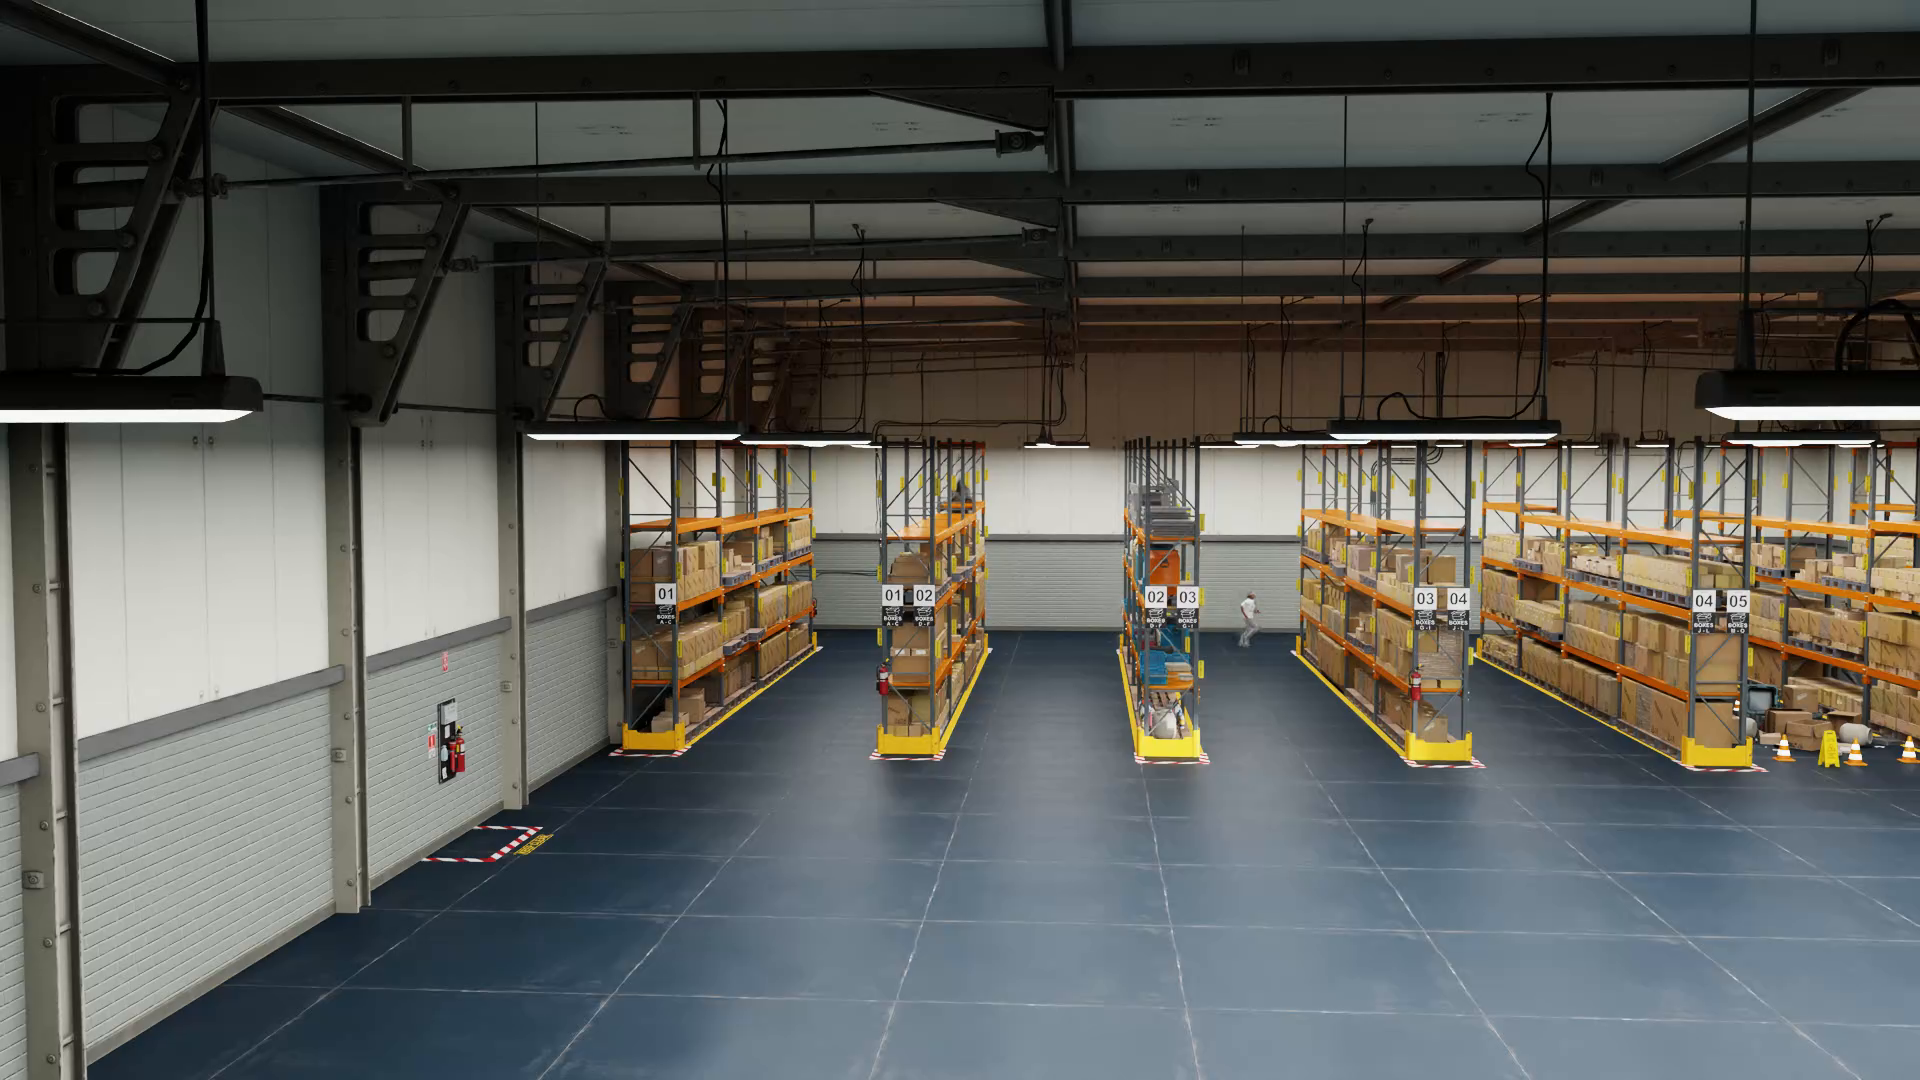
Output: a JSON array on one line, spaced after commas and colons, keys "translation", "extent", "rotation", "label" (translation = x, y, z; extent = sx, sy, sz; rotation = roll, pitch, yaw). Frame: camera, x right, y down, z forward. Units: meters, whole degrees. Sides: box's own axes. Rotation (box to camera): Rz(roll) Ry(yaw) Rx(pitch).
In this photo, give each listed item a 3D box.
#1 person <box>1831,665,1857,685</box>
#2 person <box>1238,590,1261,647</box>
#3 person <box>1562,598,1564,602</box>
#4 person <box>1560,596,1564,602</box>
[{"translation": [21.011, 2.776, 39.608], "extent": [0.583, 1.630, 0.855], "rotation": [0, 3, -8], "label": "person"}, {"translation": [8.470, 2.285, 48.577], "extent": [0.649, 1.652, 0.571], "rotation": [1, 3, 19], "label": "person"}, {"translation": [16.681, 2.433, 45.754], "extent": [0.631, 1.727, 1.147], "rotation": [0, 3, 5], "label": "person"}, {"translation": [17.173, 2.375, 47.554], "extent": [0.627, 1.558, 0.508], "rotation": [-1, 3, -16], "label": "person"}]
